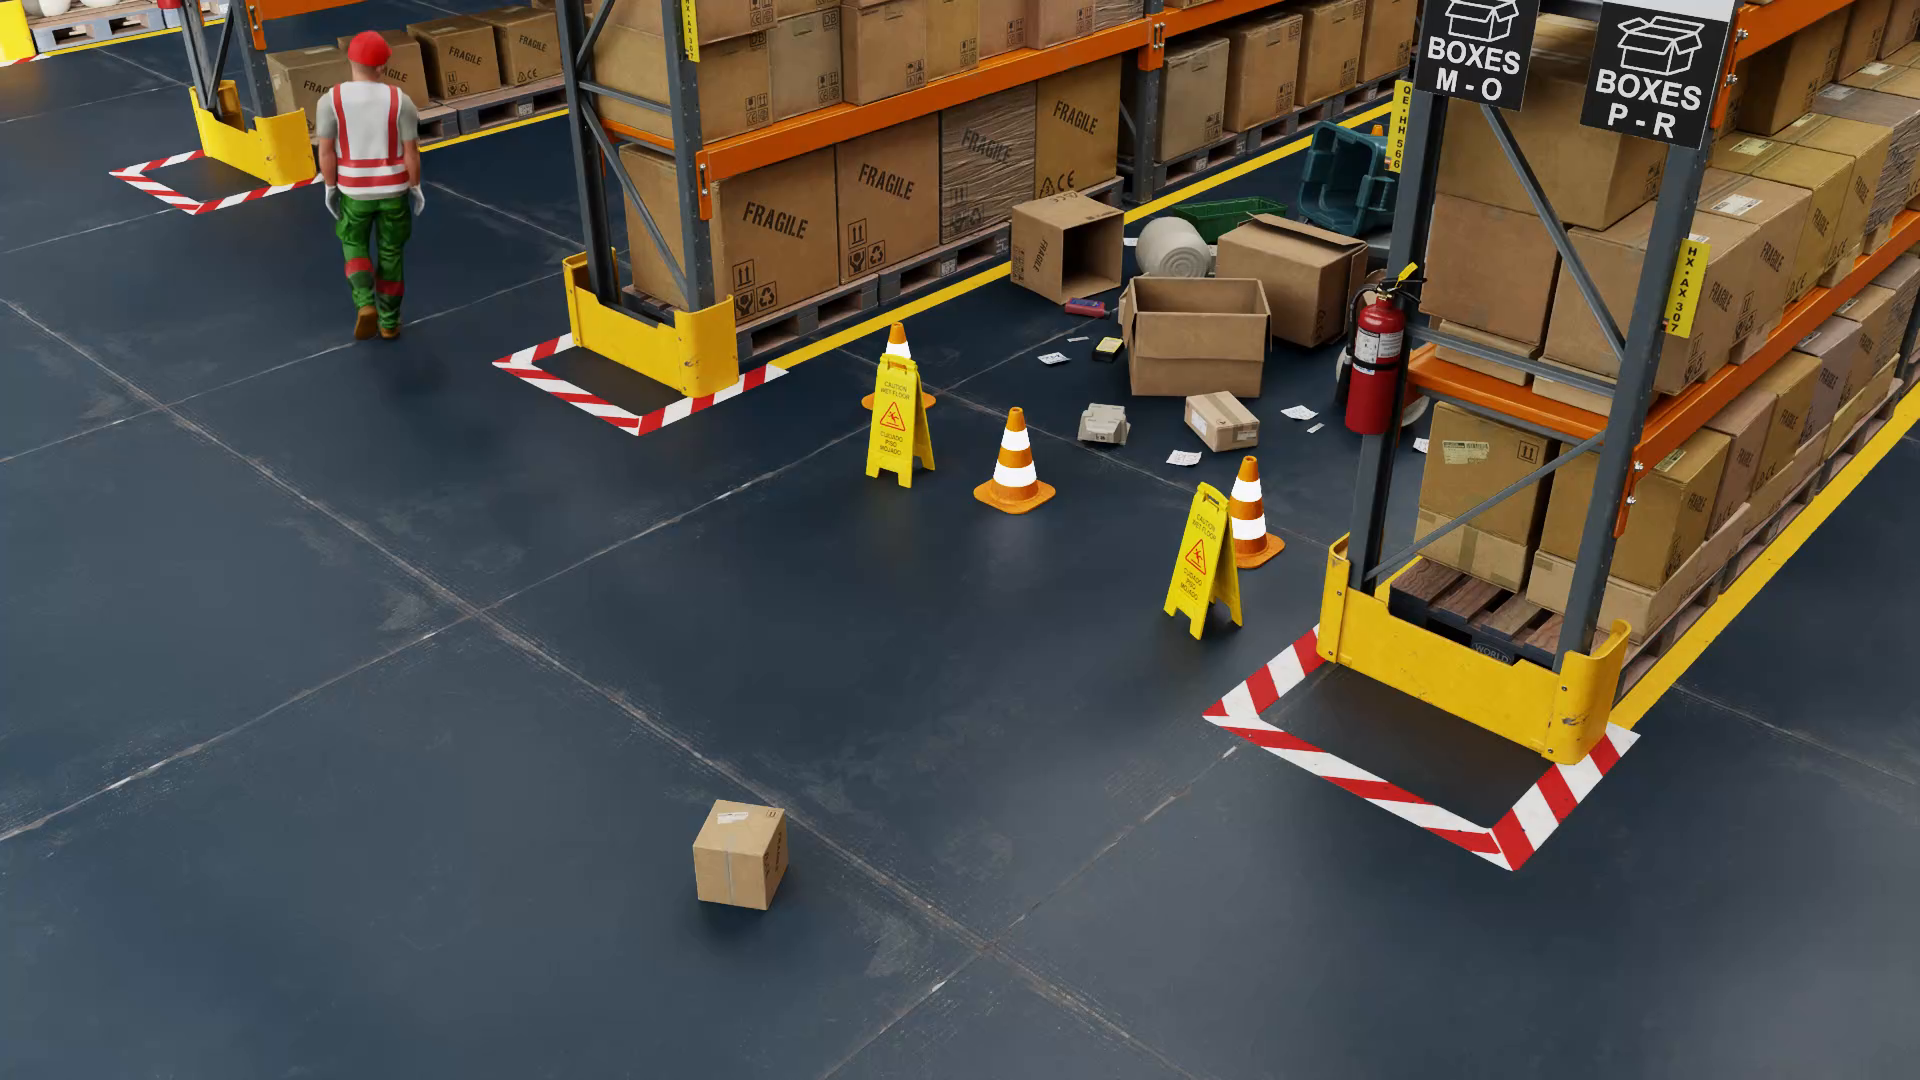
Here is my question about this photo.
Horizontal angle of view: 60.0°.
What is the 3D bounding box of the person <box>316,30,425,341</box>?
[{"bbox_3d":[-3.269,-1.951,9.332,0.564,1.768,0.596,-9,32,-15],"label":"person"}]
